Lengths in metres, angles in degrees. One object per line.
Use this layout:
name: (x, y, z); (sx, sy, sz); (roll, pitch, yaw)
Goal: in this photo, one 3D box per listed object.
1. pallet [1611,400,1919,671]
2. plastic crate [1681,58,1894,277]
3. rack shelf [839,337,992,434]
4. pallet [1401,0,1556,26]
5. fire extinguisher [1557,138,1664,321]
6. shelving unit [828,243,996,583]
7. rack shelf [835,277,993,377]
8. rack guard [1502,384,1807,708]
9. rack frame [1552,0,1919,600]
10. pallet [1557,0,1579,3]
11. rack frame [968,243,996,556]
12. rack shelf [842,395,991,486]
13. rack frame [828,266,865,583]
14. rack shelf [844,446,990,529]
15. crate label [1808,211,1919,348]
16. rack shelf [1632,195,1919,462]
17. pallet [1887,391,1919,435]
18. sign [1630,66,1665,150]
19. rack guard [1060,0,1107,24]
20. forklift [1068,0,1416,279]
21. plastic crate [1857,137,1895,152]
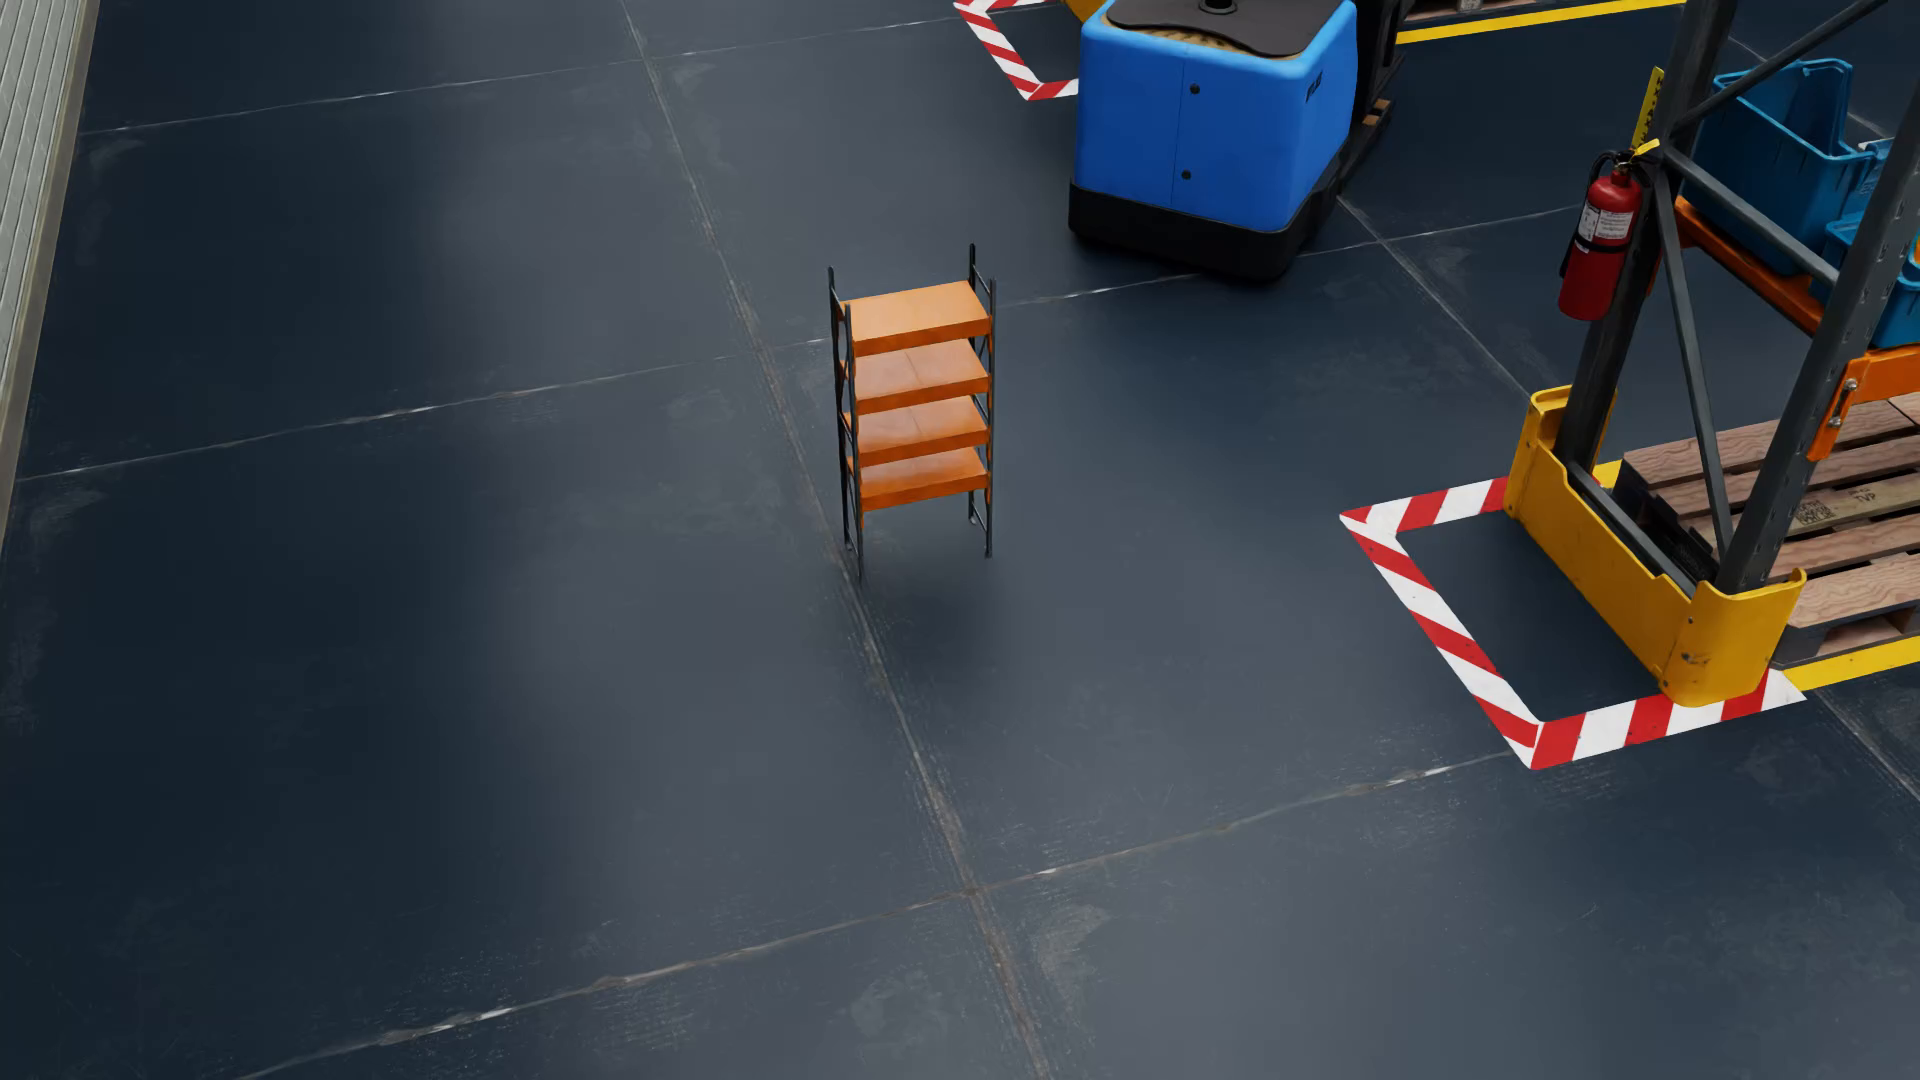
pallet: (3.226, -0.056, 6.153); (1.213, 0.211, 1.003); (-12, 42, -13)
plastic crate: (2.691, -1.186, 5.255); (0.499, 0.435, 0.616); (-12, 42, -13)
rack shelf: (-0.158, -0.537, 5.715); (0.480, 0.148, 0.258); (-12, 42, -13)
pallet: (2.841, -3.471, 10.062); (1.213, 0.211, 1.003); (-12, 42, -13)
fire extinguisher: (2.148, -1.053, 5.517); (0.183, 0.674, 0.296); (-12, 42, -13)
shelving unit: (-0.158, -0.419, 5.818); (0.503, 1.200, 0.258); (-12, 42, -13)
rack shelf: (-0.158, -0.715, 5.559); (0.480, 0.148, 0.258); (-12, 42, -13)
rack guard: (2.409, -0.013, 5.885); (0.348, 0.500, 1.175); (-12, 42, -13)
rack frame: (2.428, -0.967, 5.077); (0.127, 3.000, 1.000); (-12, 42, -13)
pallet: (4.007, -3.714, 10.341); (1.213, 0.211, 1.003); (-12, 42, -13)
rack frame: (0.075, -0.467, 5.873); (0.015, 1.200, 0.240); (-12, 42, -13)
rack shelf: (-0.158, -0.368, 5.862); (0.480, 0.148, 0.258); (-12, 42, -13)
rack frame: (-0.391, -0.371, 5.763); (0.015, 1.200, 0.240); (-12, 42, -13)
rack shelf: (-0.158, -0.219, 5.993); (0.480, 0.148, 0.258); (-12, 42, -13)
crate label: (2.762, -0.769, 4.932); (0.303, 0.233, 0.416); (-12, 42, -13)
rack shelf: (4.336, -1.091, 5.766); (4.000, 0.370, 1.077); (-12, 42, -13)
pallet: (4.388, -0.294, 6.426); (1.213, 0.211, 1.003); (-12, 42, -13)
sign: (2.247, -1.370, 5.415); (0.005, 0.325, 0.100); (-12, 42, -13)
rack guard: (0.917, -3.129, 9.452); (0.348, 0.500, 1.175); (-12, 42, -13)
forklift: (1.617, -3.242, 7.733); (1.130, 2.935, 3.031); (18, 44, 20)
plastic crate: (3.151, -1.165, 5.459); (0.243, 0.136, 0.396); (-12, 42, -13)
